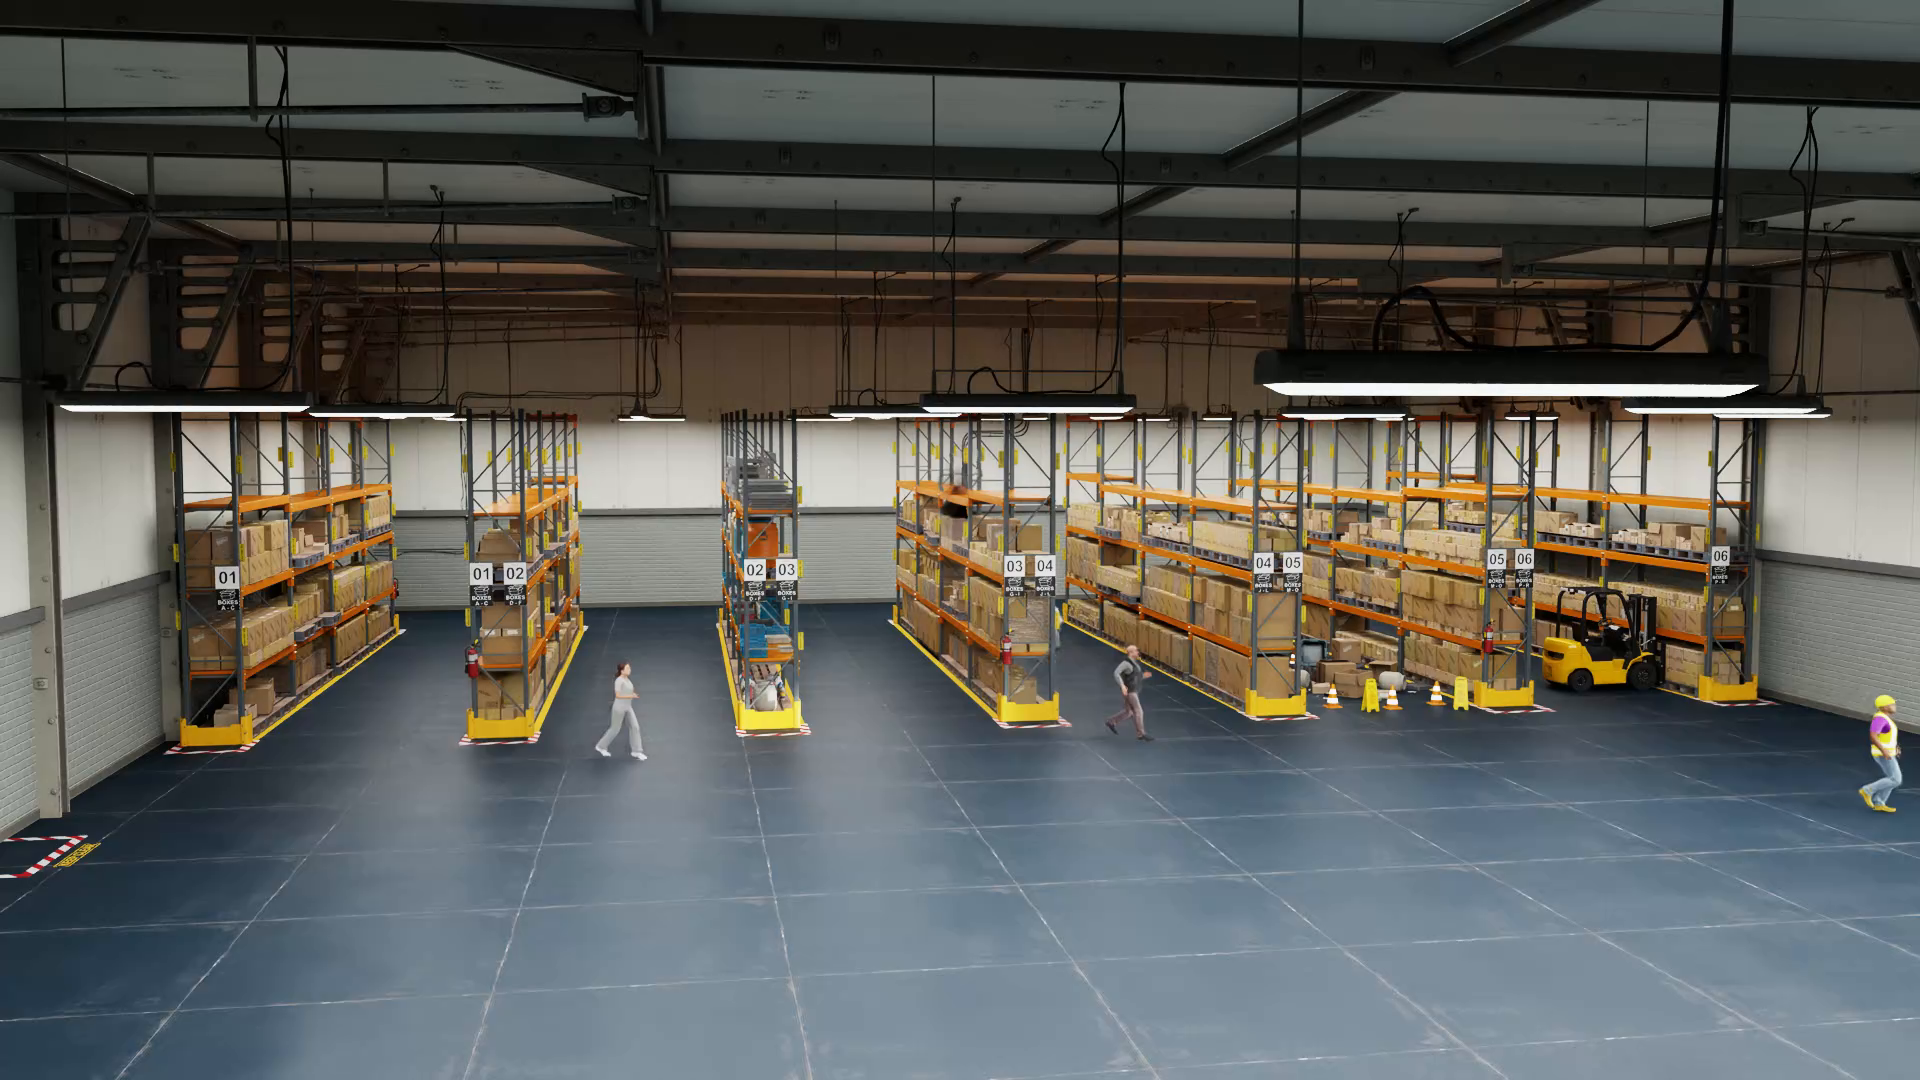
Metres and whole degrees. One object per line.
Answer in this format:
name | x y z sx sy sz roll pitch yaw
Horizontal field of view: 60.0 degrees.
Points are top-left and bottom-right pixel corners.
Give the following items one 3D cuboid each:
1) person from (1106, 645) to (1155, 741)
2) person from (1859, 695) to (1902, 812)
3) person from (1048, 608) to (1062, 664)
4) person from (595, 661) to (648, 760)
person | 3.060 2.746 30.003 0.952 1.705 0.657 2 4 23
person | 13.604 3.149 24.541 0.546 1.725 0.693 2 5 31
person | 2.173 2.150 39.358 0.592 1.651 0.539 -1 4 -13
person | -5.776 2.902 28.309 0.927 1.680 0.529 1 4 17
